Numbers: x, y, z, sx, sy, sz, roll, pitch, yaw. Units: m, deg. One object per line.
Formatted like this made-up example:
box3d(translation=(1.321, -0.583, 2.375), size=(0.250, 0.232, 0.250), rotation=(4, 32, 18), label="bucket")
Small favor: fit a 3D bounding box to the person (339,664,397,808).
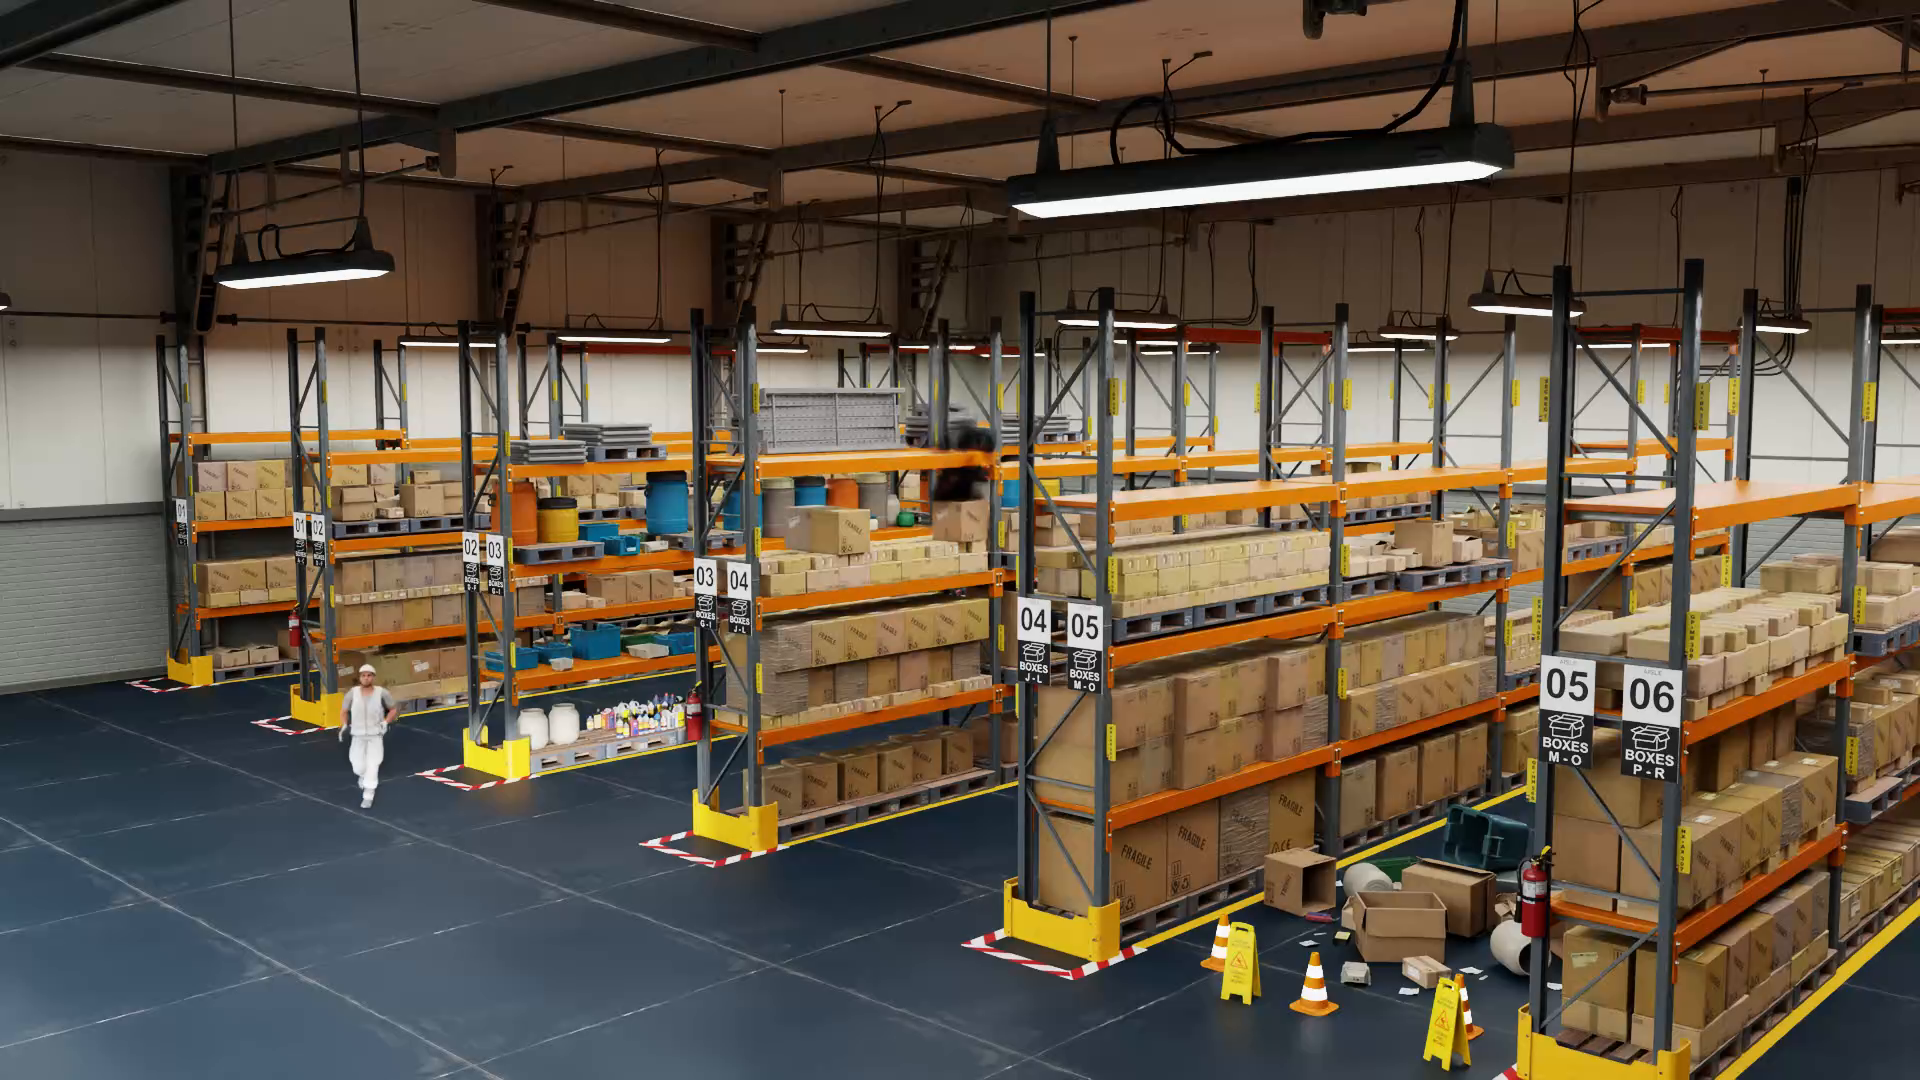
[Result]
box3d(translation=(-7.265, 2.389, 20.446), size=(0.668, 1.742, 0.616), rotation=(-1, 6, -13), label="person")
